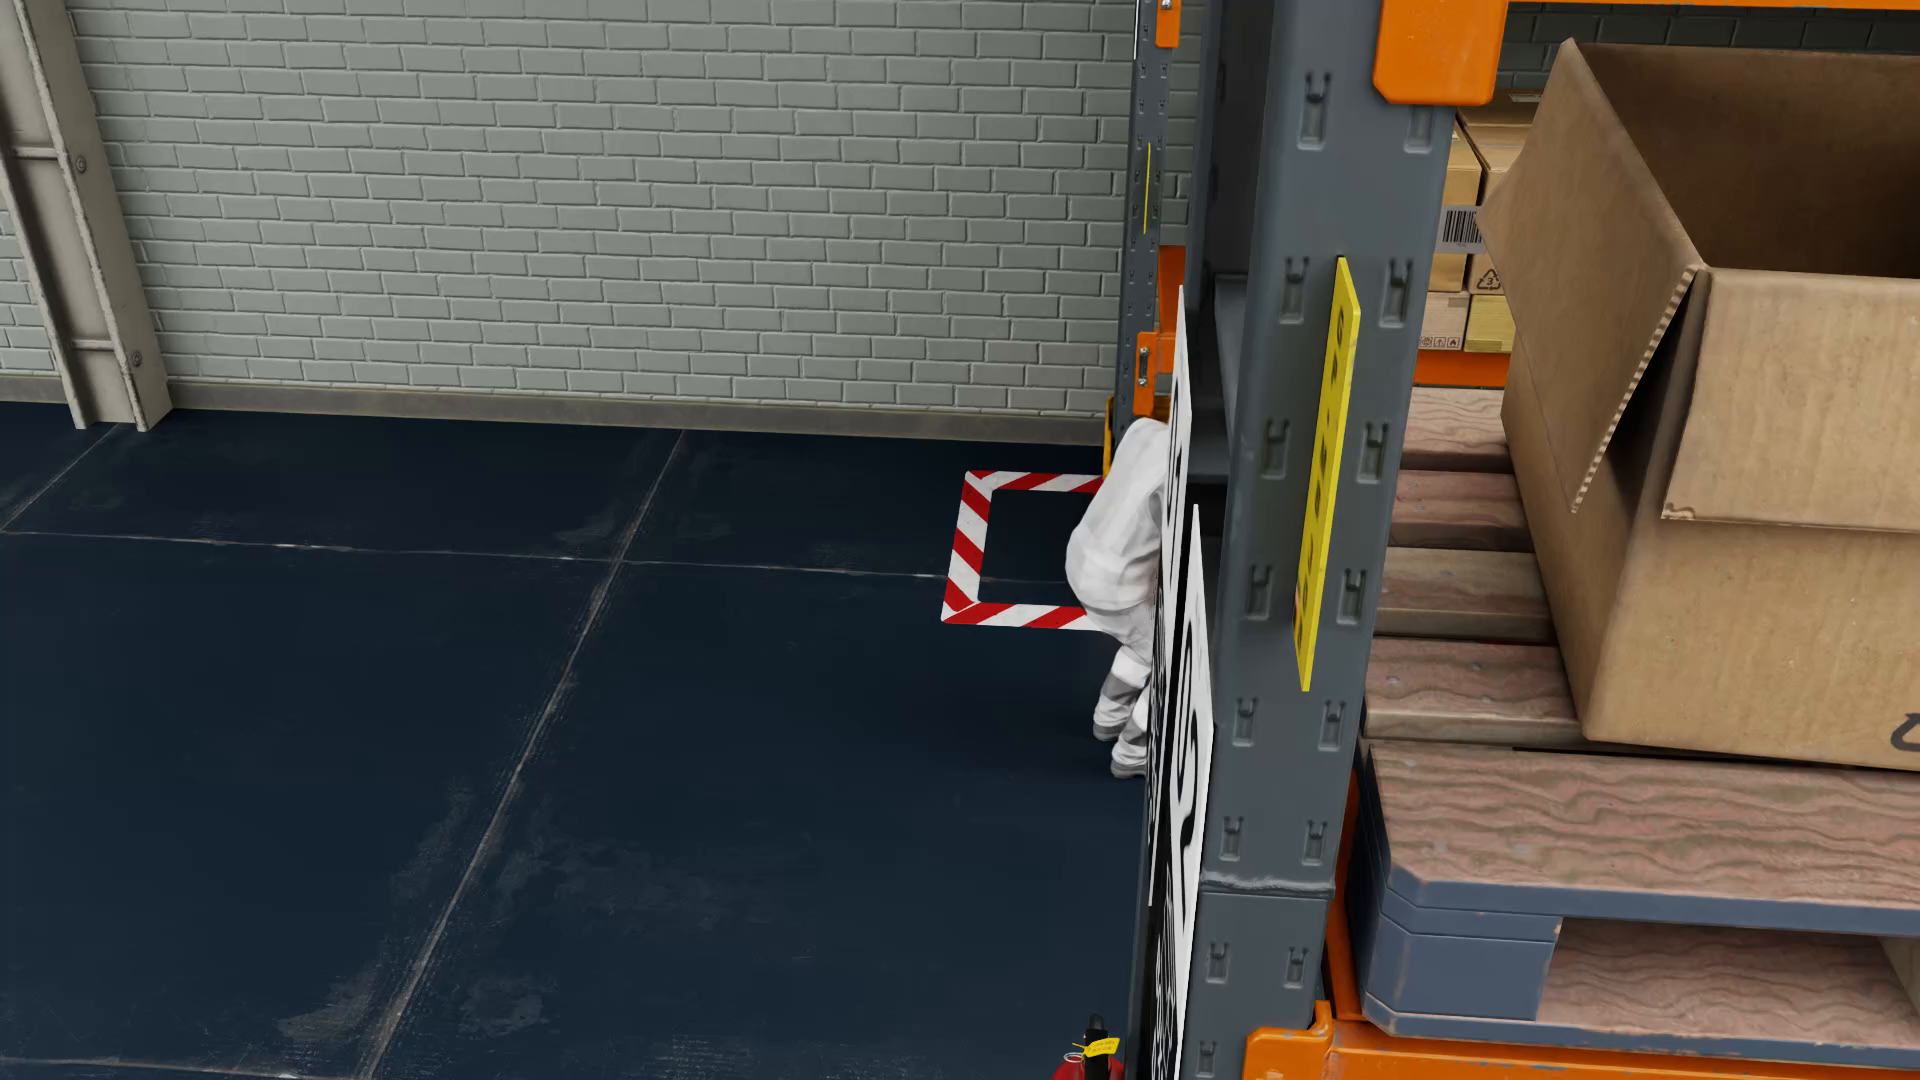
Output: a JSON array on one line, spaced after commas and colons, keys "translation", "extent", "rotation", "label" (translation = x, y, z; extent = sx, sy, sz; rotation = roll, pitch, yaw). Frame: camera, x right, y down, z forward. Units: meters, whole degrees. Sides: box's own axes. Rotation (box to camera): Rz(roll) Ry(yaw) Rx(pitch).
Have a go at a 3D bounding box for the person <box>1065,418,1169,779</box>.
[{"translation": [0.718, 0.136, 6.116], "extent": [0.669, 1.555, 0.577], "rotation": [-4, 32, -7], "label": "person"}]
